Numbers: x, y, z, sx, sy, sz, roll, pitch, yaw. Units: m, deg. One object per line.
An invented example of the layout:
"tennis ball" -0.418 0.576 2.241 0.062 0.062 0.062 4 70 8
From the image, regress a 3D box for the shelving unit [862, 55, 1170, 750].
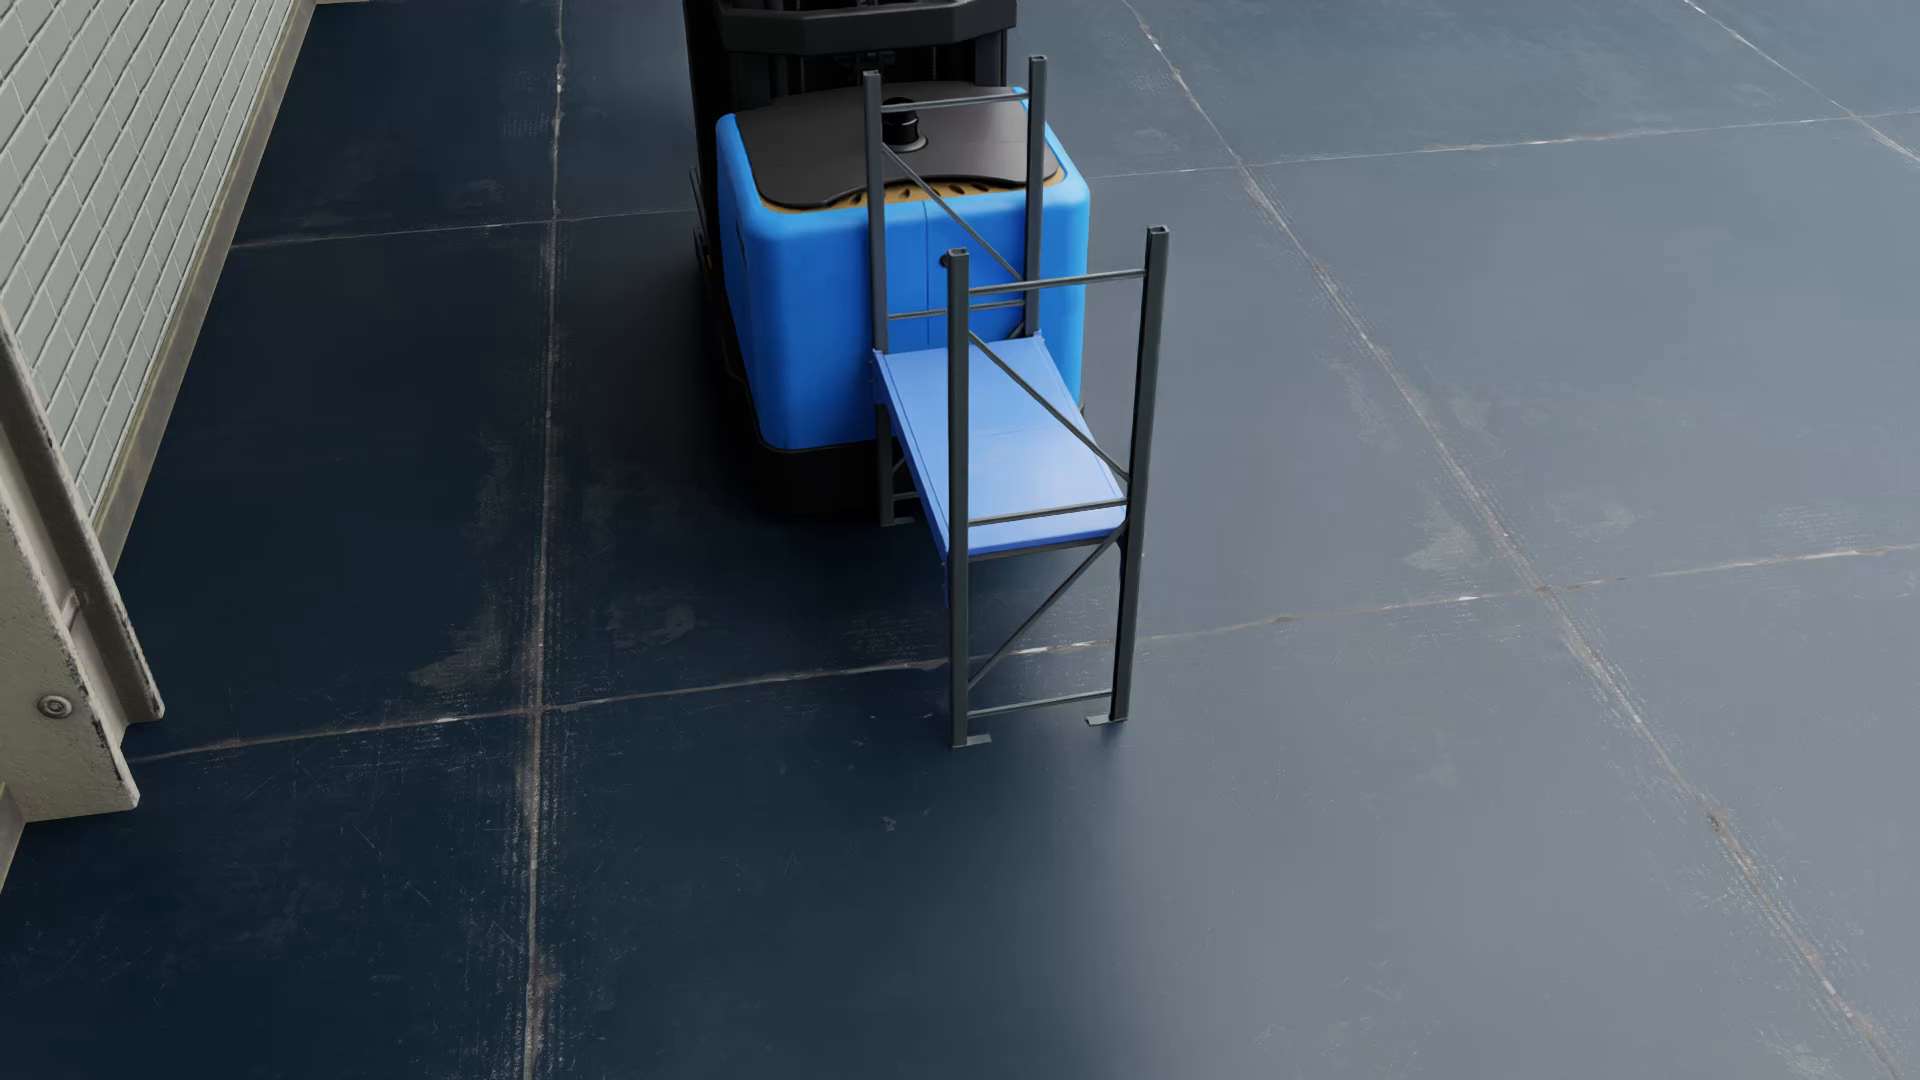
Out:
"shelving unit" 0.104 -0.370 4.504 0.538 1.500 1.048 -8 39 -10

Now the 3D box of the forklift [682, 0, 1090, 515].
"forklift" -0.434 -2.143 5.620 1.130 2.935 3.031 -8 39 -10

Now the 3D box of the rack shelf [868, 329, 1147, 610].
"rack shelf" 0.104 -0.228 4.614 0.538 0.185 1.000 -8 39 -10

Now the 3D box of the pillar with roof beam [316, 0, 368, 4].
"pillar with roof beam" 0.845 -7.042 6.979 9.100 9.000 0.400 -6 38 -8

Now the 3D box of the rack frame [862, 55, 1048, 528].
"rack frame" -0.012 -0.674 4.895 0.500 1.500 0.032 -8 39 -10

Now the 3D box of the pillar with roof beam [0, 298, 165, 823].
"pillar with roof beam" 1.897 -3.418 2.314 9.100 9.000 0.400 -6 38 -8

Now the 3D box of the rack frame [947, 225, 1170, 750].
"rack frame" 0.219 -0.066 4.113 0.500 1.500 0.032 -8 39 -10
